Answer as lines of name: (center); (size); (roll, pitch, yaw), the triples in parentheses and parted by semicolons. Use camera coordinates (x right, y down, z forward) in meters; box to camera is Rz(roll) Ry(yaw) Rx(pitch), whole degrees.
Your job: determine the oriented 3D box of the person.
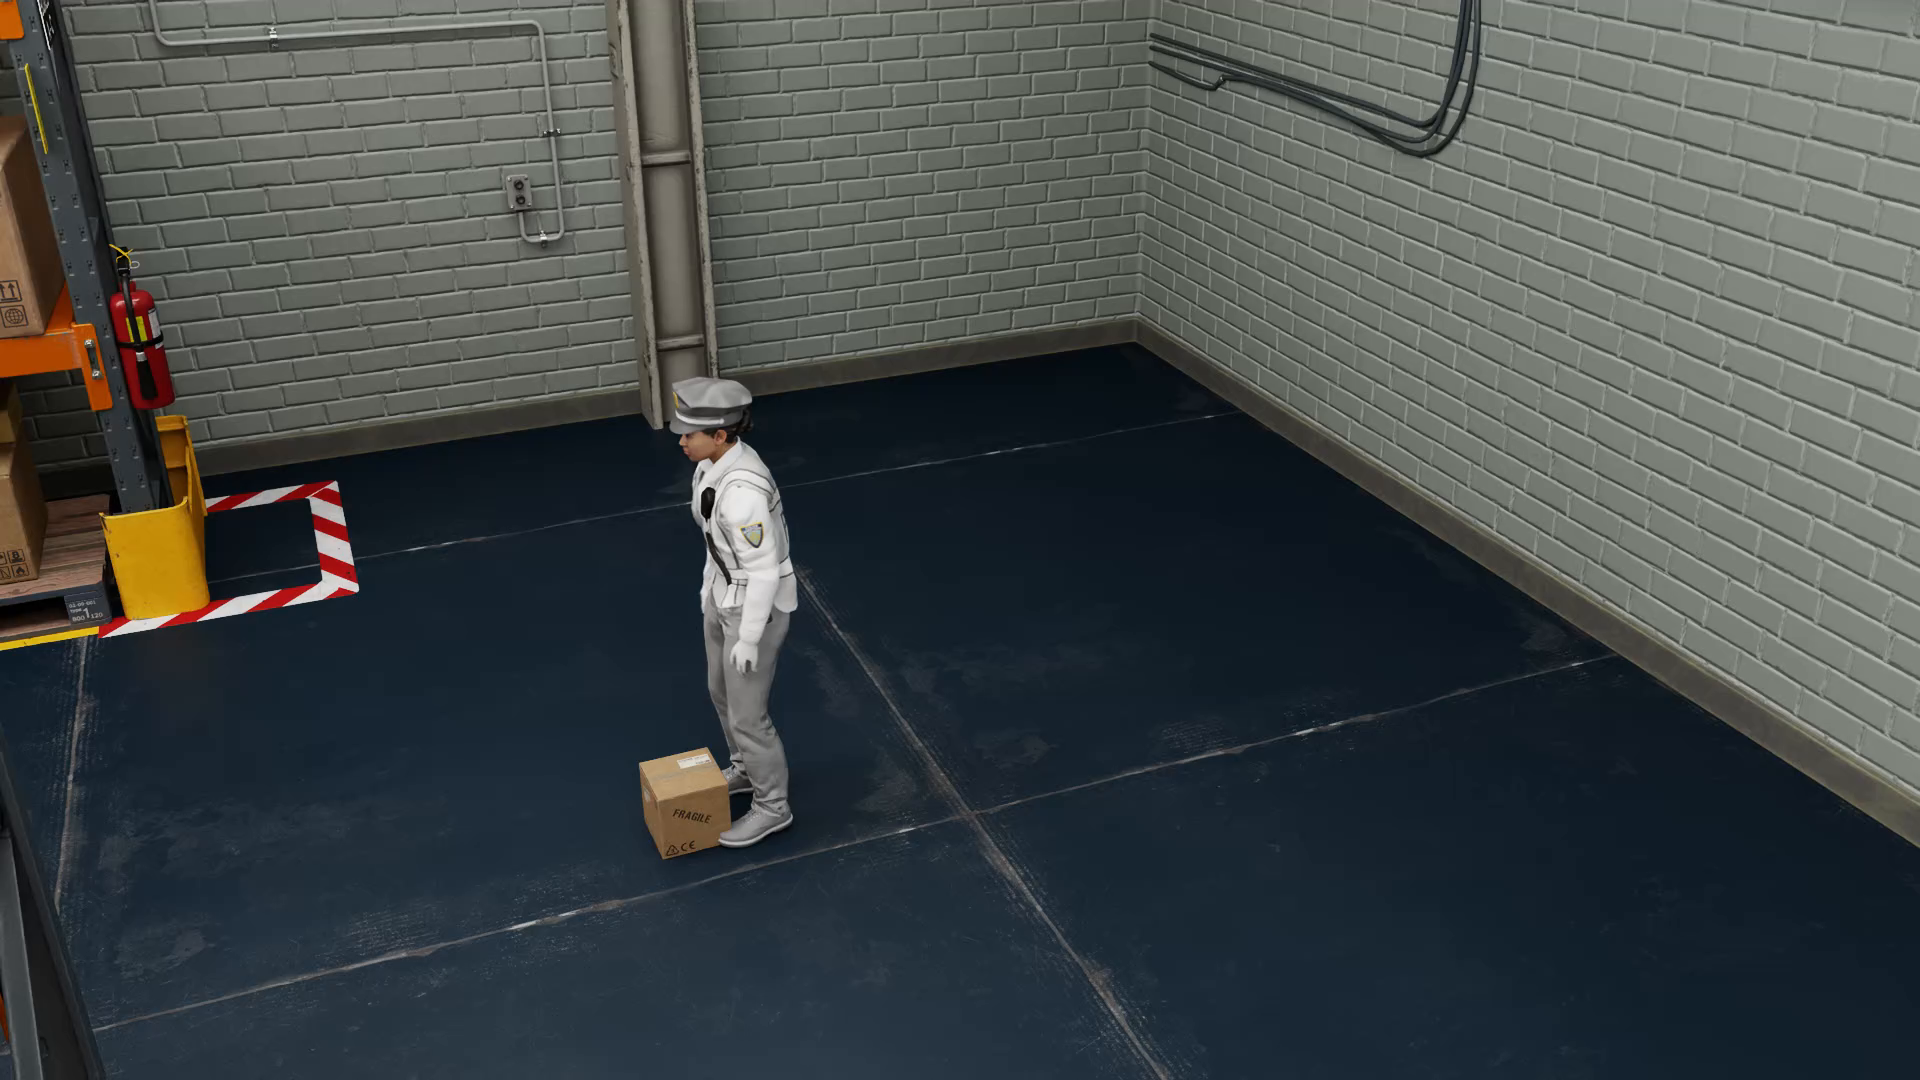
person: (-0.746, 0.240, 5.618); (0.371, 1.663, 0.530); (-10, 28, -20)
